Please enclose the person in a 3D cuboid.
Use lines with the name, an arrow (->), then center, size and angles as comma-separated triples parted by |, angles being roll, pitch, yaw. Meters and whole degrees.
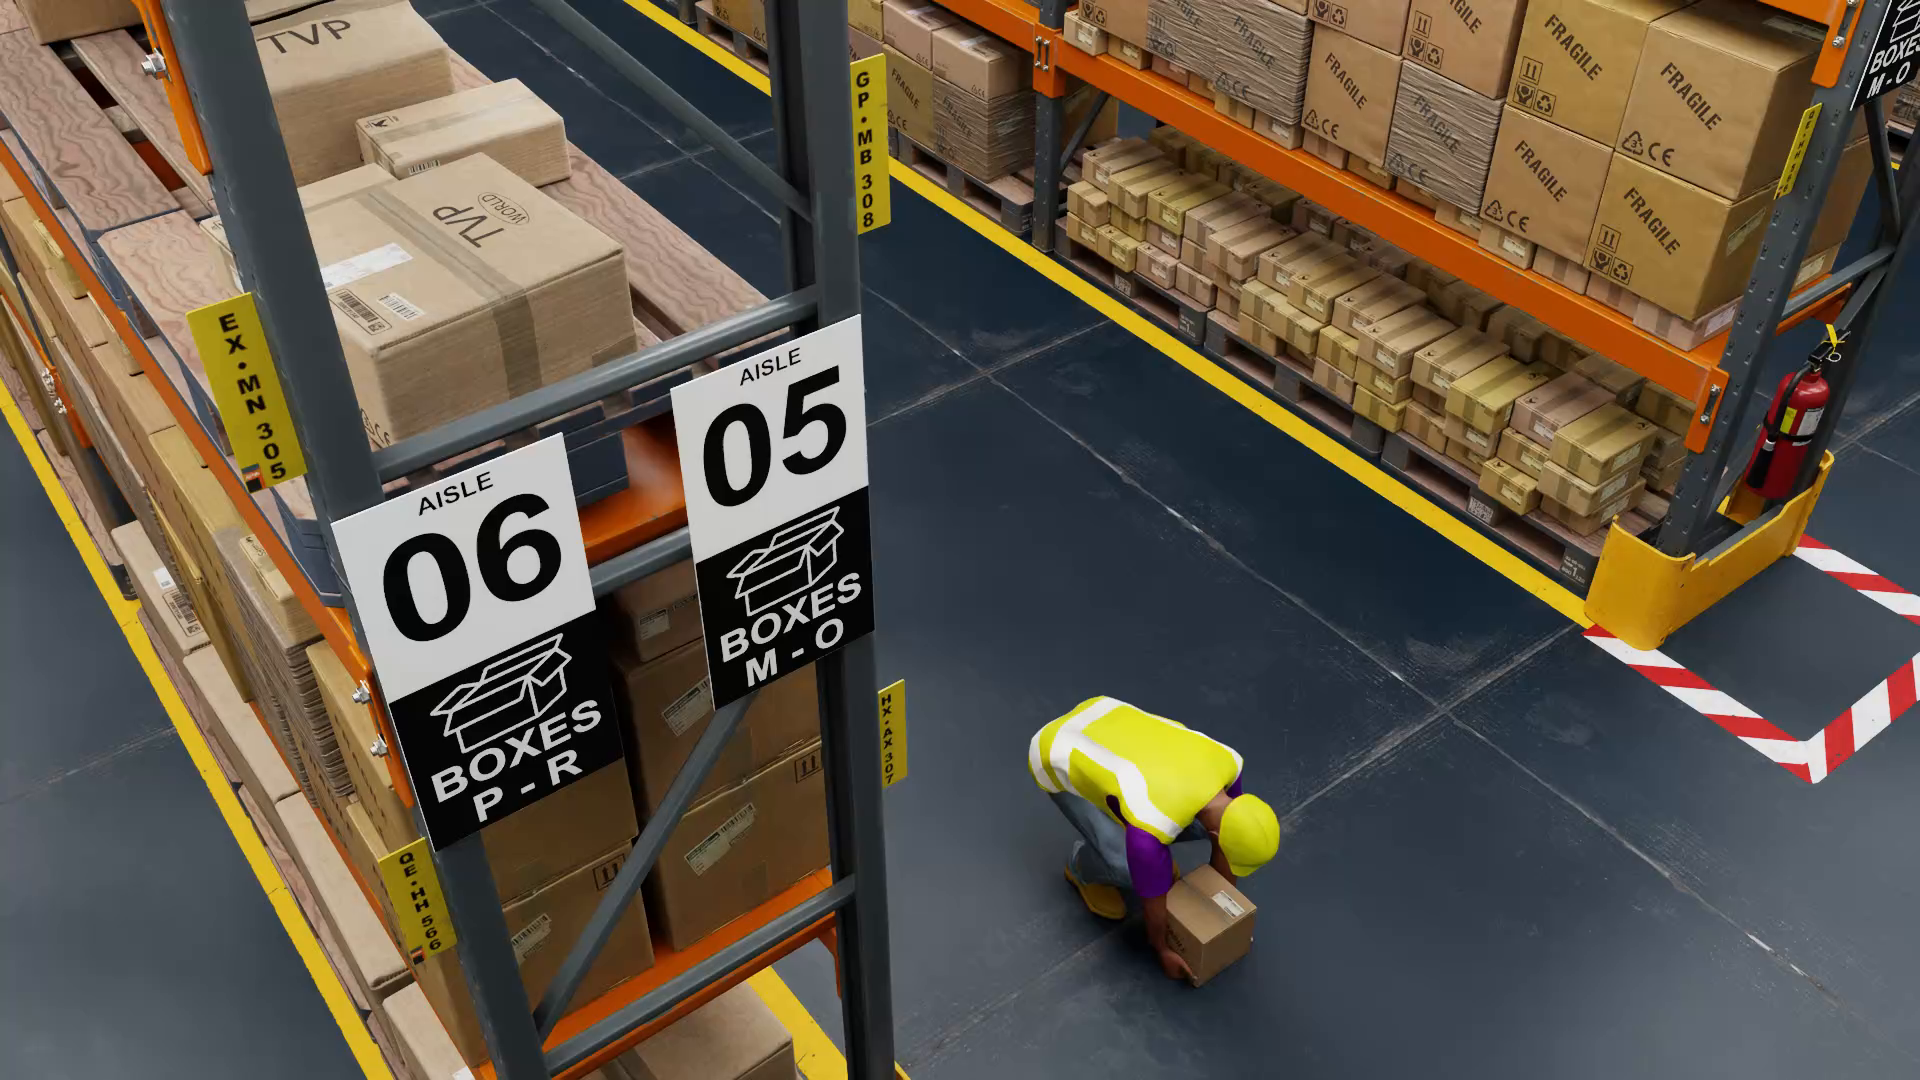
person -> 0.680, 0.980, 5.746 | 0.527, 0.811, 0.960 | -27, 47, -29
